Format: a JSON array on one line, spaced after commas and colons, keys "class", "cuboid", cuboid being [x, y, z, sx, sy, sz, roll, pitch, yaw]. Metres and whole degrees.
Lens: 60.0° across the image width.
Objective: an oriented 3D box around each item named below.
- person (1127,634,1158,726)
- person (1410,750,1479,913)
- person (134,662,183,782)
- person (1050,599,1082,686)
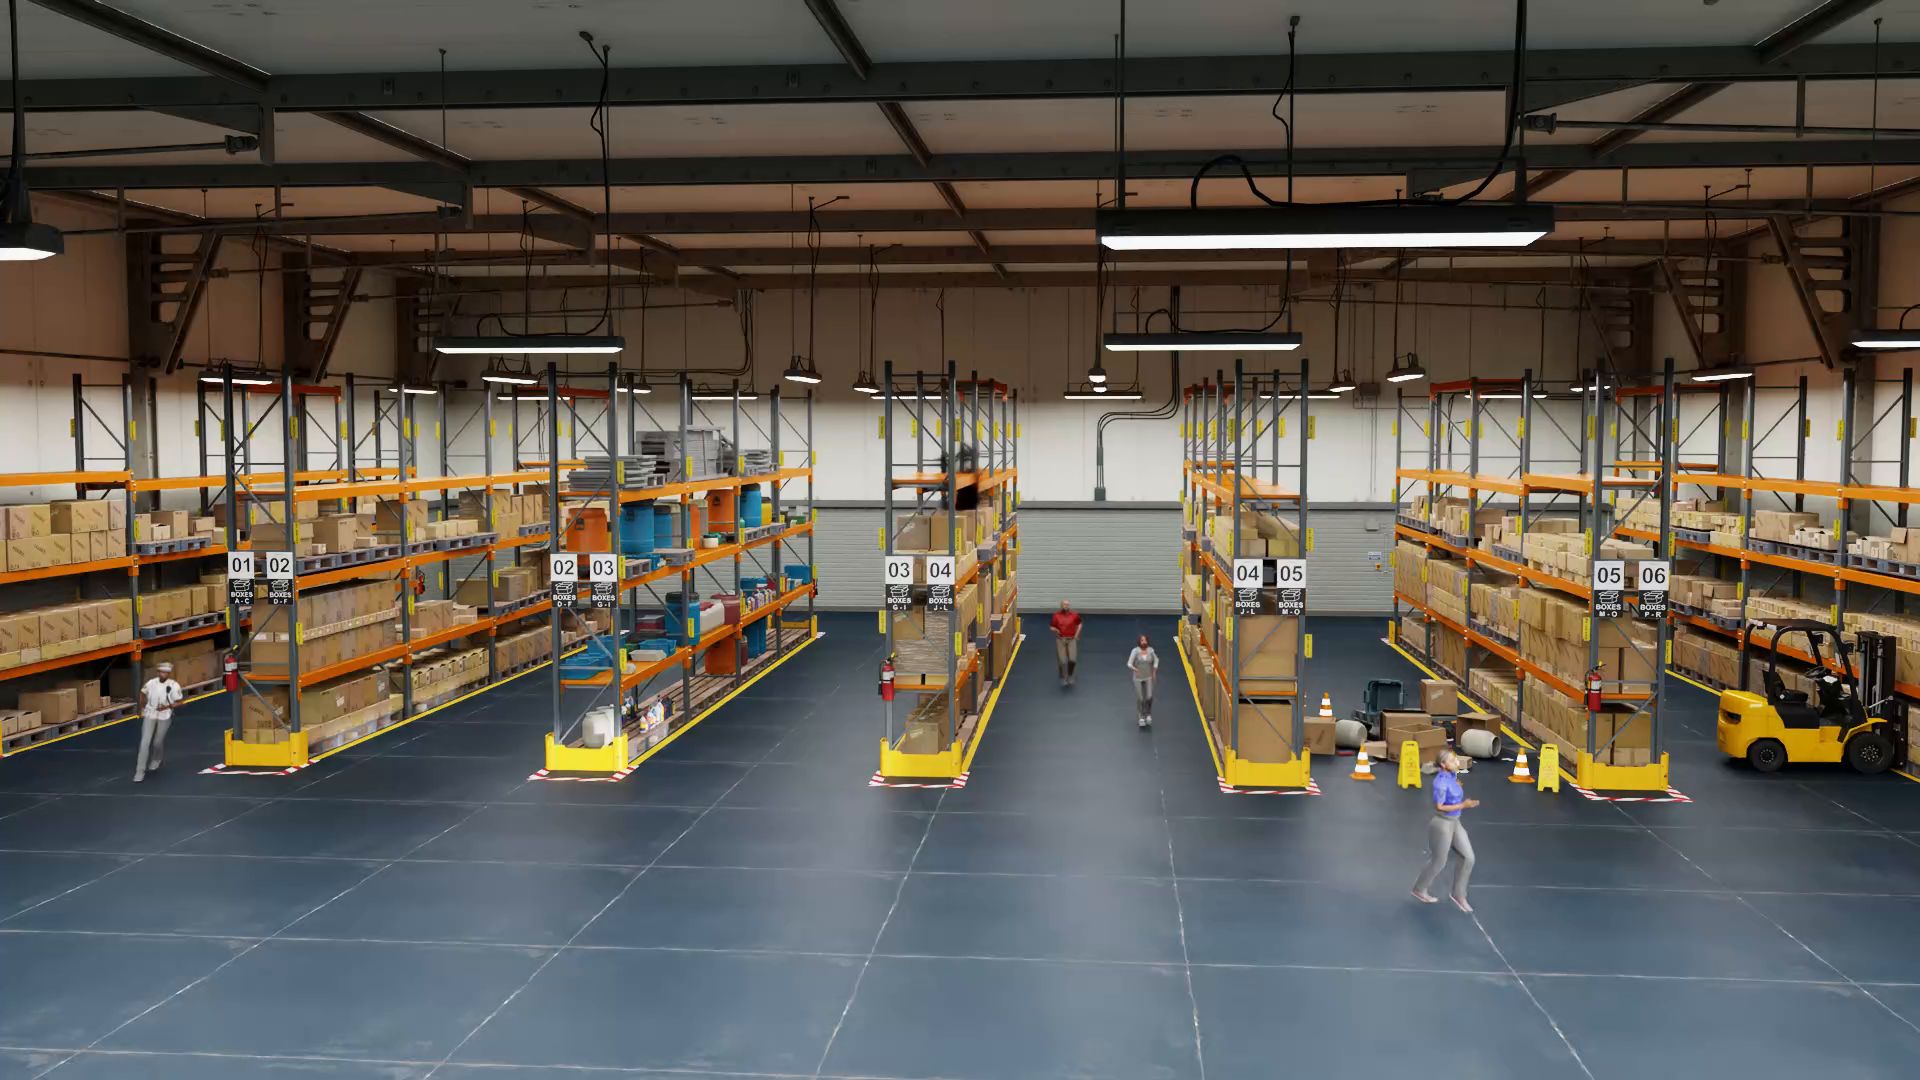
[{"class": "person", "cuboid": [3.090, 2.366, 28.028, 0.541, 1.568, 0.604, 0, 4, 1]}, {"class": "person", "cuboid": [5.074, 3.039, 17.346, 0.714, 1.715, 0.556, 3, 5, 40]}, {"class": "person", "cuboid": [-11.580, 2.579, 24.068, 0.631, 1.645, 0.921, -1, 4, -19]}, {"class": "person", "cuboid": [2.081, 2.019, 32.489, 0.640, 1.705, 0.645, 0, 4, 1]}]
